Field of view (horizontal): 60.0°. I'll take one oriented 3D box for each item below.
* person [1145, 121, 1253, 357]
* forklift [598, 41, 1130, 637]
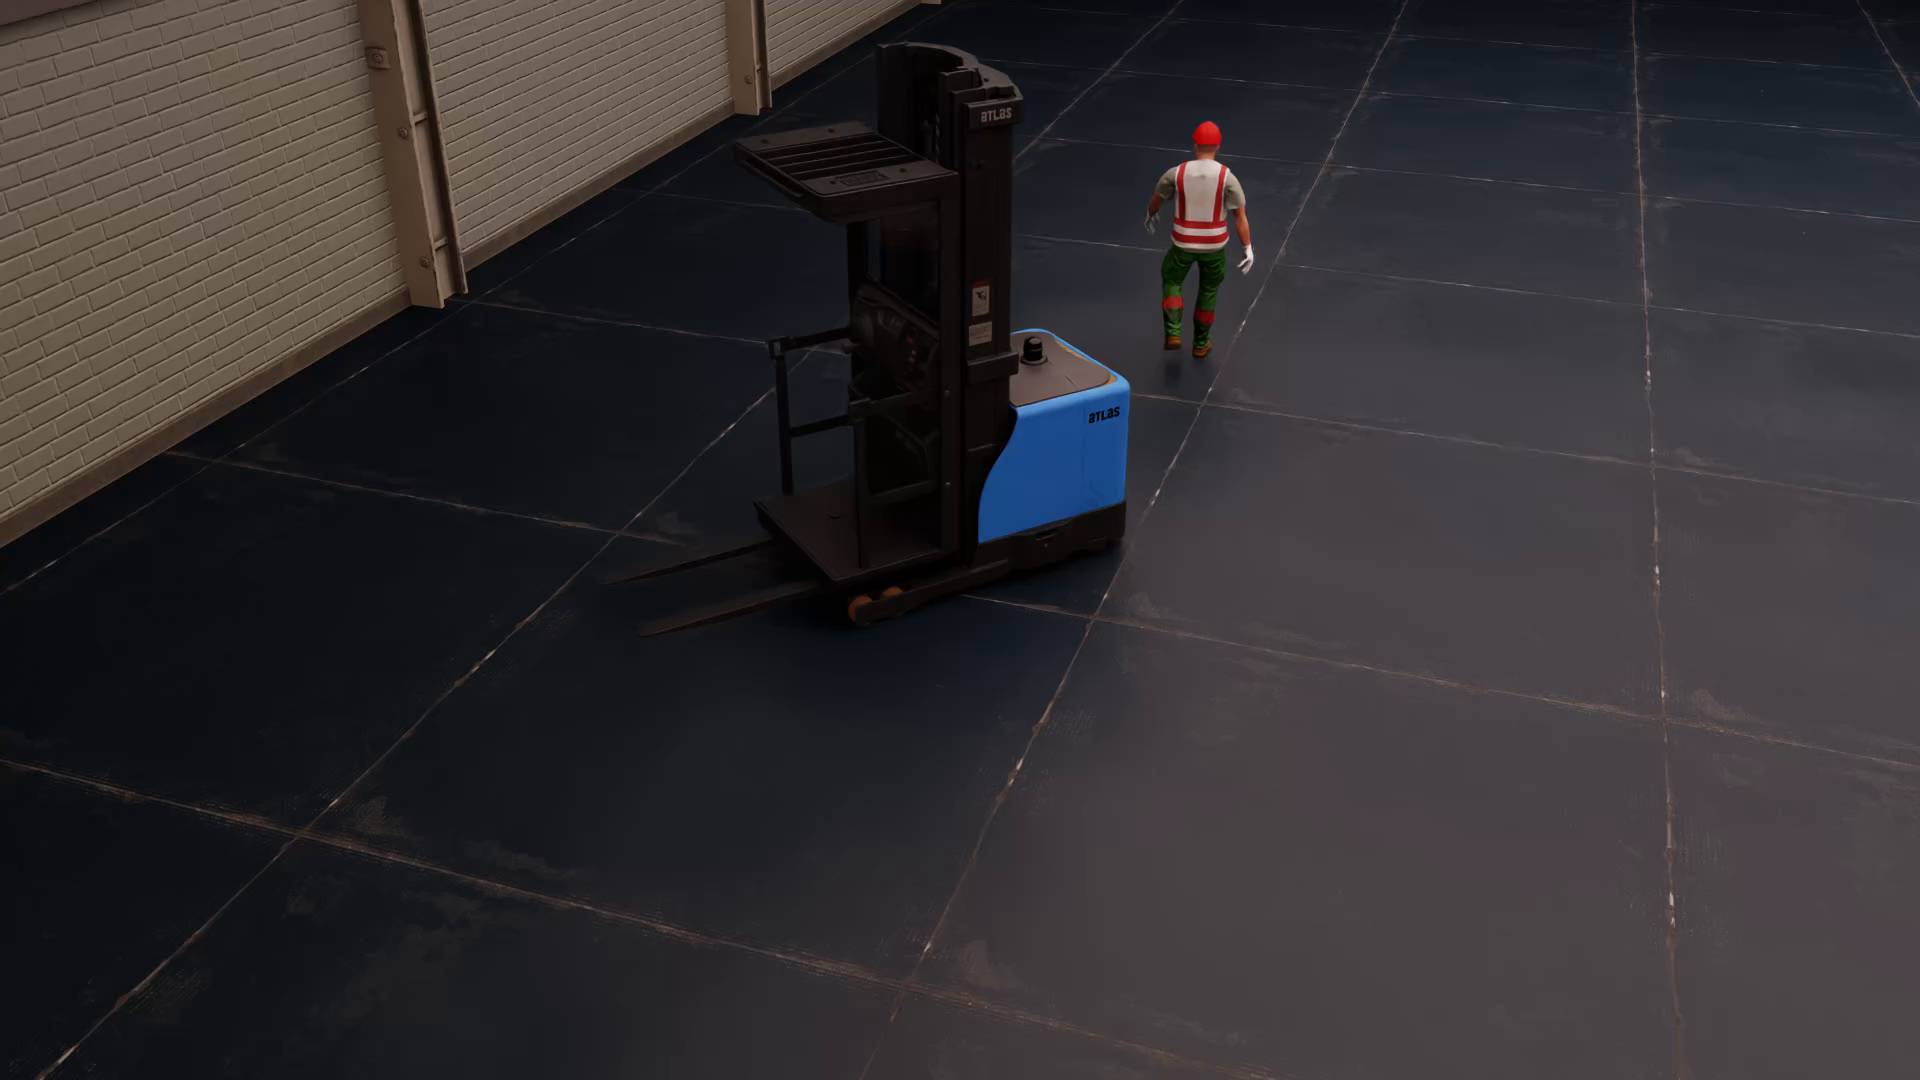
[{"bbox_3d":[1.730,-2.156,12.095,0.812,1.766,0.590,5,30,9],"label":"person"},{"bbox_3d":[-0.543,-1.091,9.050,3.031,2.935,1.130,-16,33,-26],"label":"forklift"}]
